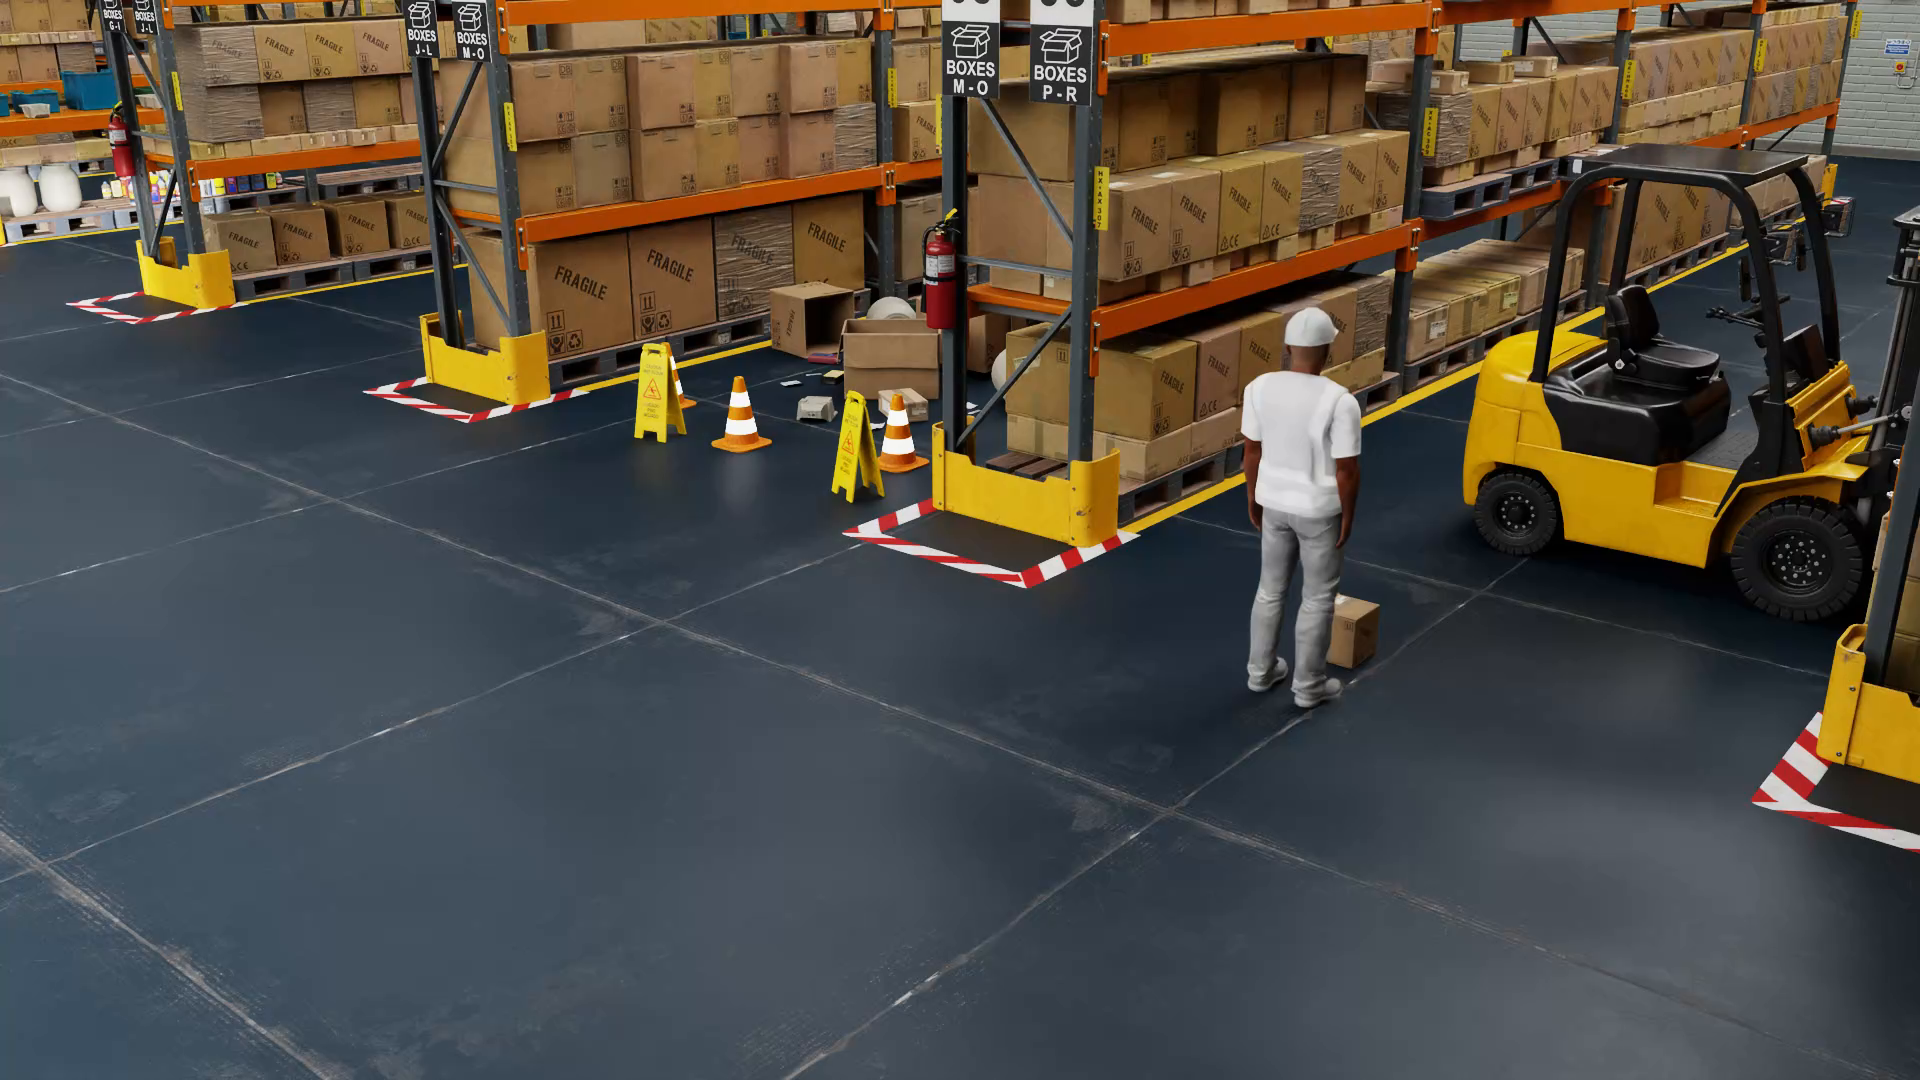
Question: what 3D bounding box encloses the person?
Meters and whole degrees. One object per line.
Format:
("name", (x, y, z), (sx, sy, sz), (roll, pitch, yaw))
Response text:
("person", (1.492, -0.146, 7.306), (0.563, 1.767, 0.351), (16, 26, 38))
